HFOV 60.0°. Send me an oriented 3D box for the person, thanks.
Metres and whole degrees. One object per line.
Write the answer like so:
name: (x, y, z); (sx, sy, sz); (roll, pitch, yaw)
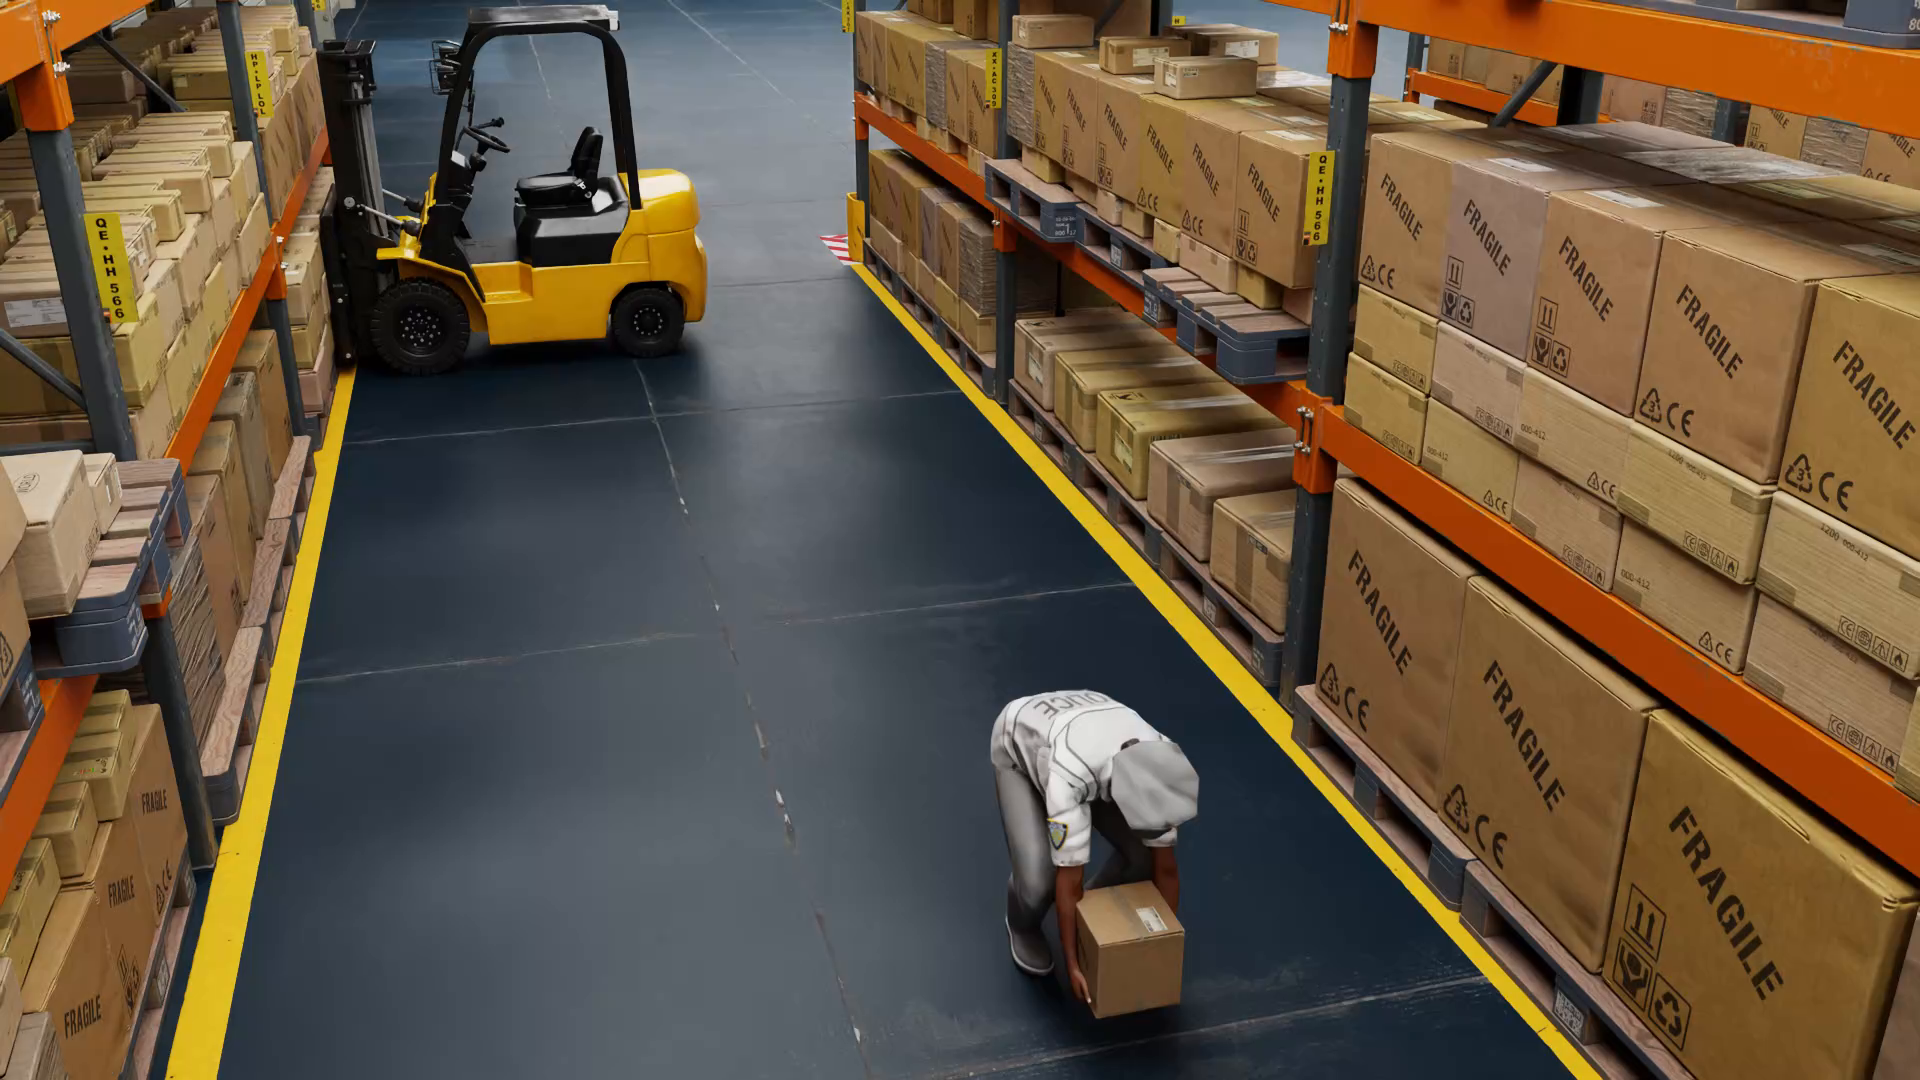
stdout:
person: (0.391, 0.886, 4.894); (0.471, 0.981, 0.921); (-7, 24, -16)
